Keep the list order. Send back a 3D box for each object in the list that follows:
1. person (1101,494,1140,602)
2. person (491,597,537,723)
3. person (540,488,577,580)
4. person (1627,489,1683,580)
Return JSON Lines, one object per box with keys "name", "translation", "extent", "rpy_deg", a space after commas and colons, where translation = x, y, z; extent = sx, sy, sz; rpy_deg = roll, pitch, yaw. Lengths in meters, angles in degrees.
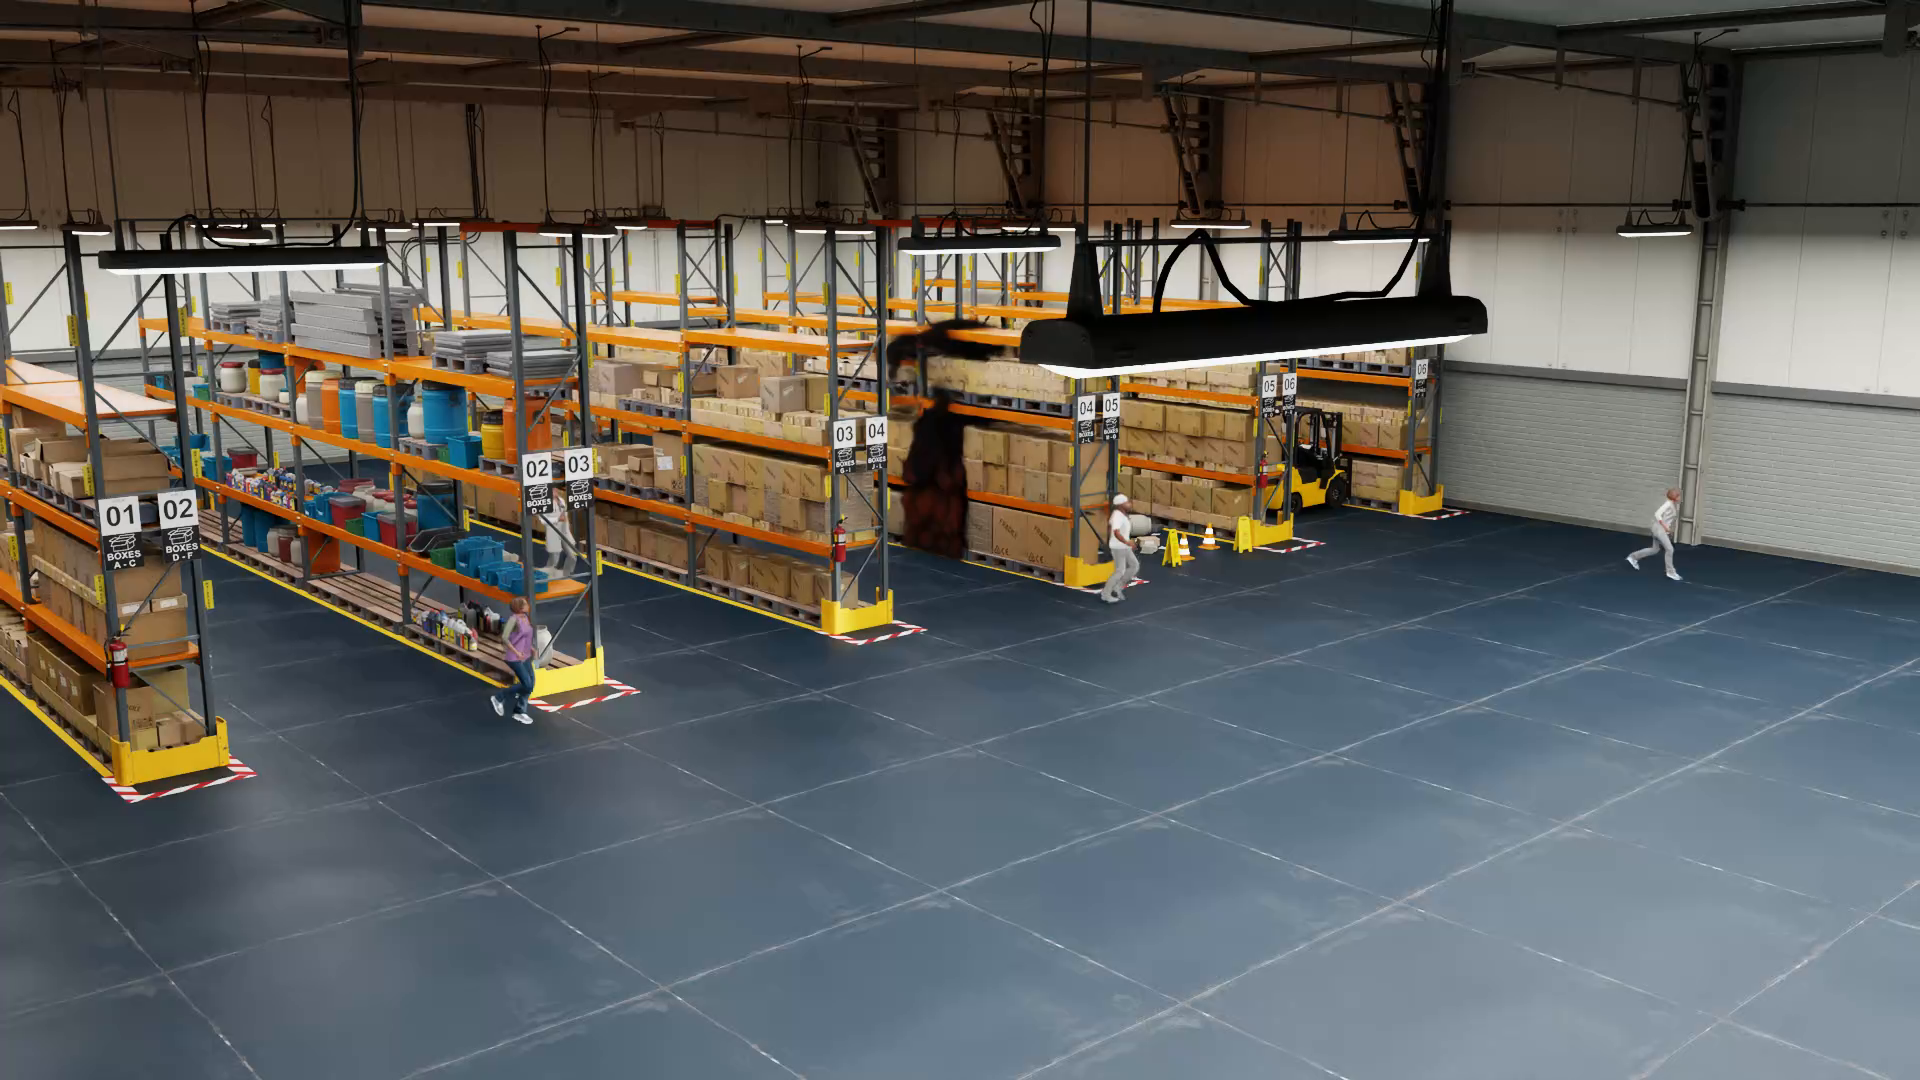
{"name": "person", "translation": [2.616, 0.114, 26.911], "extent": [0.600, 1.706, 0.764], "rpy_deg": [2, 12, 12]}
{"name": "person", "translation": [-5.543, 1.474, 20.713], "extent": [0.525, 1.555, 0.554], "rpy_deg": [1, 11, 5]}
{"name": "person", "translation": [-6.649, -0.030, 27.549], "extent": [0.777, 1.826, 0.685], "rpy_deg": [9, 15, 38]}
{"name": "person", "translation": [11.959, -0.121, 28.507], "extent": [0.922, 1.573, 0.544], "rpy_deg": [7, 13, 30]}
